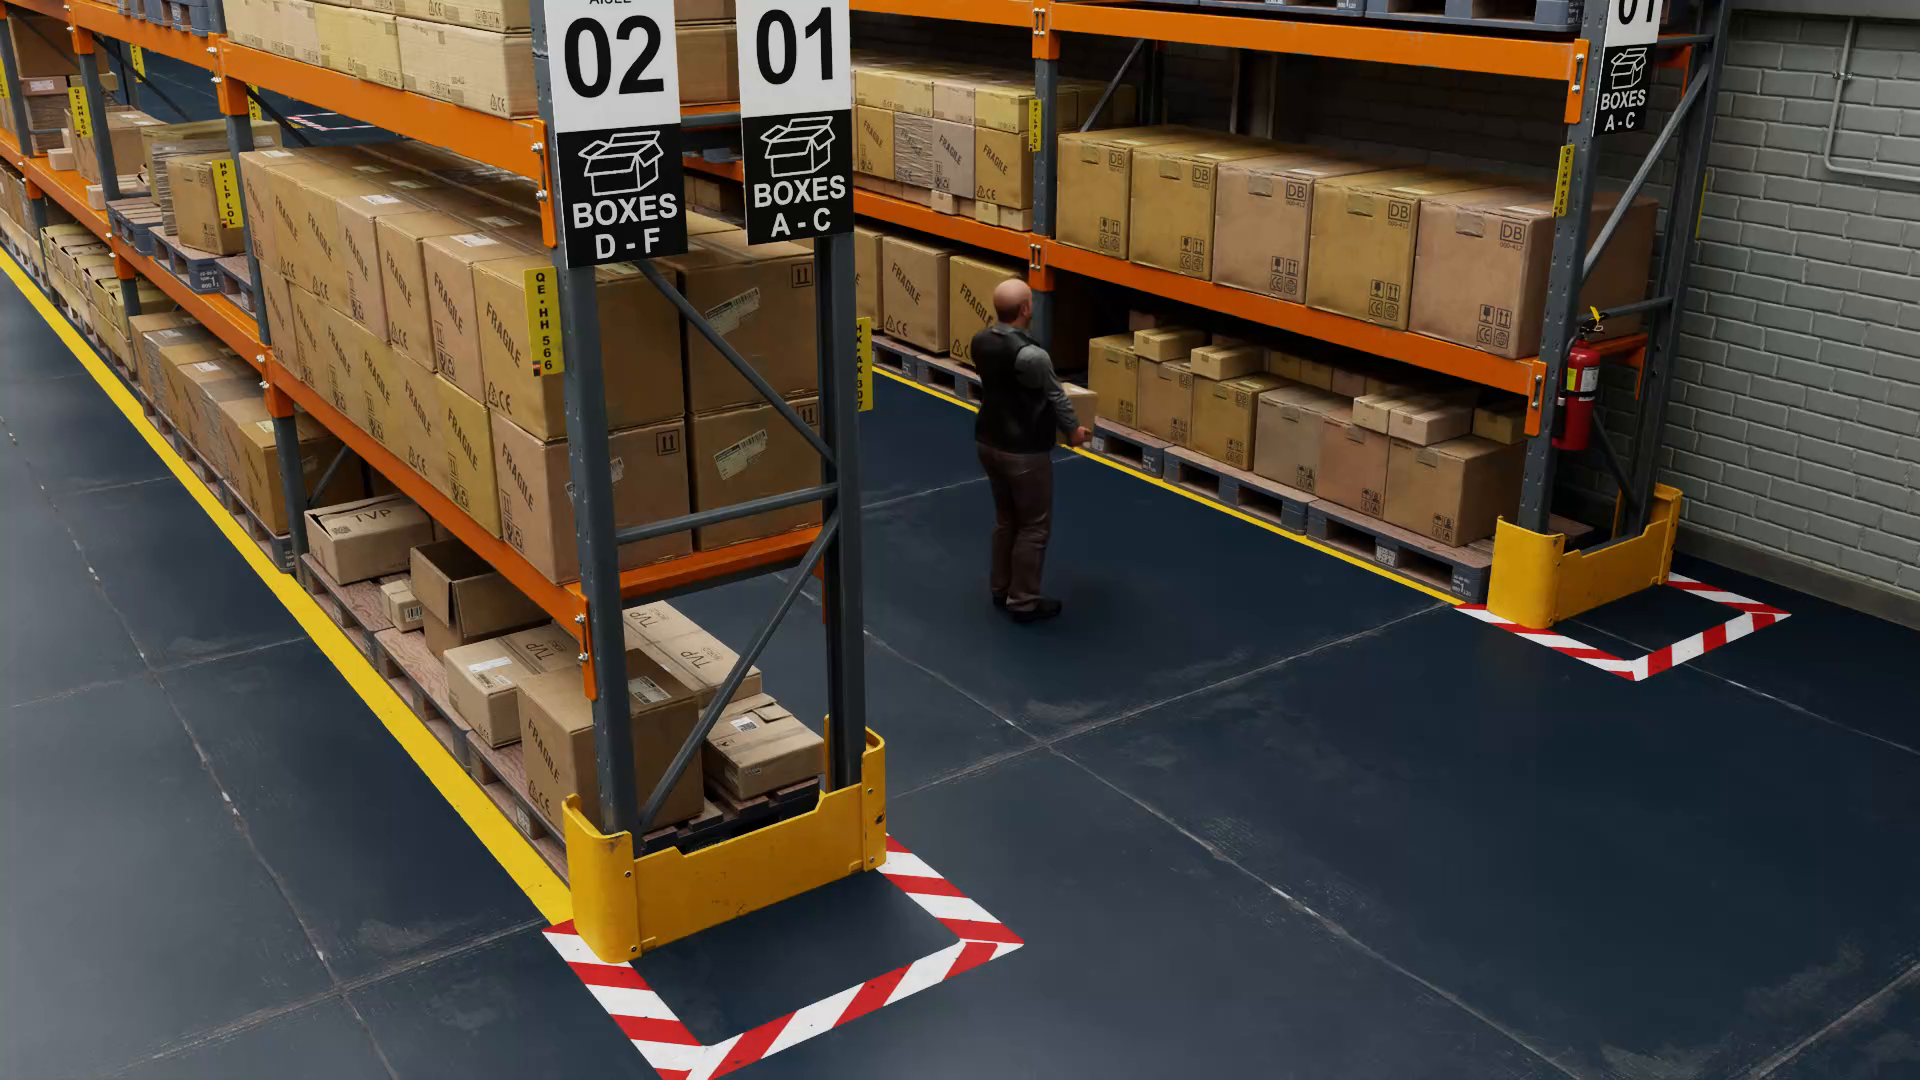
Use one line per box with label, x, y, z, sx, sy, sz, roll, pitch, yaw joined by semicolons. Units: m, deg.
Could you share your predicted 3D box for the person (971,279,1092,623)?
person;0.349;-0.469;8.335;0.556;1.720;0.495;-15;26;-33
